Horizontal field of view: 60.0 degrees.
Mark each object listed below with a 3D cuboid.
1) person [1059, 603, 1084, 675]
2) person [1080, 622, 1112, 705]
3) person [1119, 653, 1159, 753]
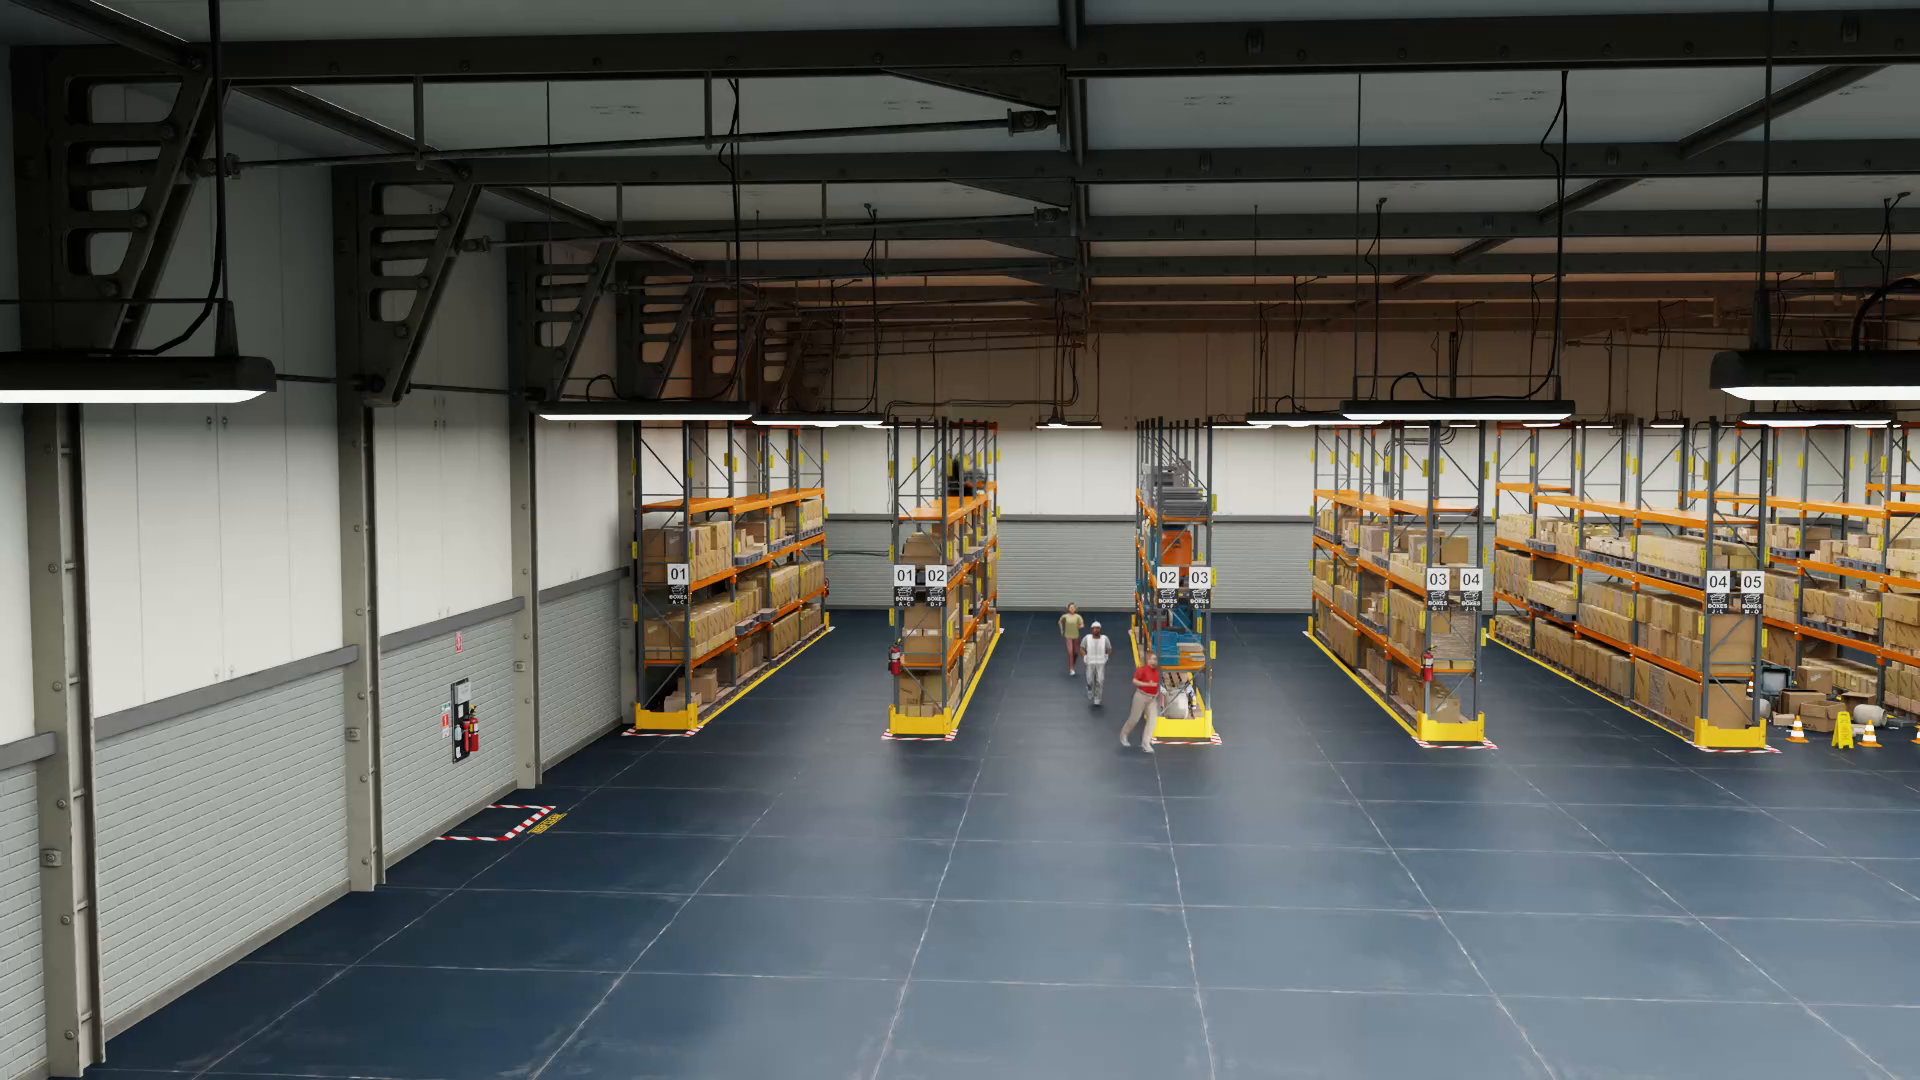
[{"bbox_3d":[2.646,2.305,39.246,0.577,1.649,0.968,0,4,-6],"label":"person"},{"bbox_3d":[2.846,2.582,34.772,0.678,1.733,0.611,0,4,3],"label":"person"},{"bbox_3d":[3.367,2.913,30.065,0.680,1.736,0.859,-2,4,-32],"label":"person"}]
